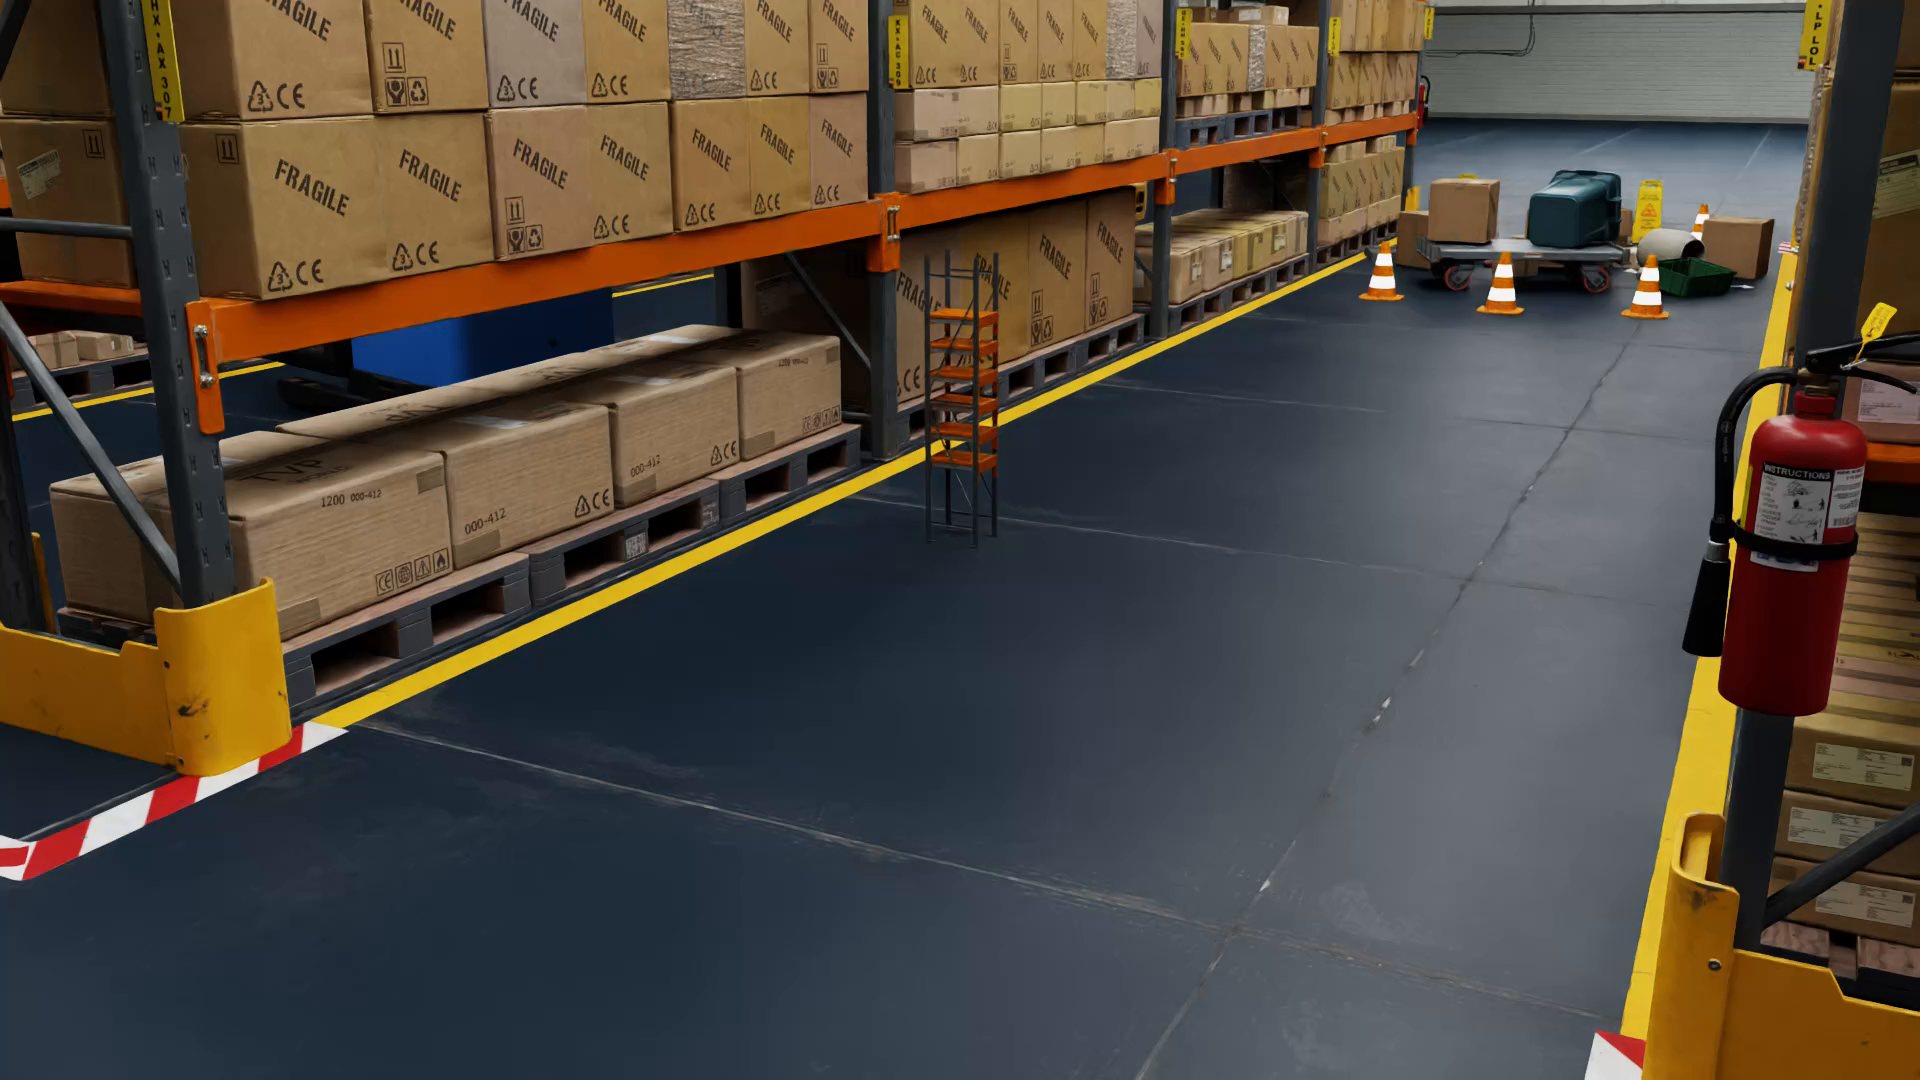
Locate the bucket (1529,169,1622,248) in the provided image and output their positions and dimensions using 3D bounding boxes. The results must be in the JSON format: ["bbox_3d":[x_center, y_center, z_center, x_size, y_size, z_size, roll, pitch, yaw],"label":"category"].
[{"bbox_3d":[5.261,-2.818,14.324,0.620,0.611,0.726,-27,30,-37],"label":"bucket"}]

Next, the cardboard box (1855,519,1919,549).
[{"bbox_3d":[2.628,0.043,4.835,0.380,0.149,0.250,8,18,26],"label":"cardboard box"}]

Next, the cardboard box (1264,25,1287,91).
[{"bbox_3d":[2.332,-3.923,13.527,0.500,0.500,0.500,9,19,27],"label":"cardboard box"}]

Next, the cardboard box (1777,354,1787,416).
[{"bbox_3d":[3.793,-0.517,7.148,0.500,0.500,0.500,8,18,24],"label":"cardboard box"}]

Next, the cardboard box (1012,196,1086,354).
[{"bbox_3d":[0.217,-1.707,10.496,0.875,0.875,0.875,8,18,26],"label":"cardboard box"}]

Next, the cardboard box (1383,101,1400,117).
[{"bbox_3d":[4.365,-4.500,17.348,0.380,0.149,0.250,8,19,26],"label":"cardboard box"}]

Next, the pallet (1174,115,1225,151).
[{"bbox_3d":[1.225,-3.019,12.258,1.213,0.211,1.003,8,18,25],"label":"pallet"}]

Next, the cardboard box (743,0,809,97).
[{"bbox_3d":[-0.983,-2.141,7.032,0.500,0.500,0.500,8,18,25],"label":"cardboard box"}]

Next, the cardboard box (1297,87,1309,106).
[{"bbox_3d":[2.806,-3.849,14.420,0.380,0.149,0.250,8,18,26],"label":"cardboard box"}]

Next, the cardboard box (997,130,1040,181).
[{"bbox_3d":[0.120,-2.164,9.306,0.500,0.250,0.500,8,18,25],"label":"cardboard box"}]

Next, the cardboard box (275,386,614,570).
[{"bbox_3d":[-1.966,-0.266,6.415,0.875,0.438,0.875,9,19,27],"label":"cardboard box"}]

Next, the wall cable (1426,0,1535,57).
[{"bbox_3d":[14.922,-15.132,47.622,3.097,2.526,0.112,8,18,25],"label":"wall cable"}]

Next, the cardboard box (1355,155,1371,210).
[{"bbox_3d":[3.756,-3.563,16.527,0.500,0.500,0.500,9,19,28],"label":"cardboard box"}]

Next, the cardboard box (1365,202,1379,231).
[{"bbox_3d":[3.989,-3.332,17.065,0.500,0.250,0.500,7,18,23],"label":"cardboard box"}]

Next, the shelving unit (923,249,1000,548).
[{"bbox_3d":[0.006,-0.579,6.866,0.258,1.200,0.189,8,18,25],"label":"shelving unit"}]

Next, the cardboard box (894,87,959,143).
[{"bbox_3d":[-0.337,-2.141,8.350,0.500,0.250,0.500,8,18,24],"label":"cardboard box"}]

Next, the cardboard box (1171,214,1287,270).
[{"bbox_3d":[2.239,-2.559,14.249,0.950,0.372,0.625,9,19,29],"label":"cardboard box"}]

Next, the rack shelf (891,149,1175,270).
[{"bbox_3d":[0.108,-2.062,9.961,1.077,0.370,4.000,8,18,25],"label":"rack shelf"}]

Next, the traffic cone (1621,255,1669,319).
[{"bbox_3d":[5.313,-1.965,12.828,0.336,0.463,0.334,8,18,25],"label":"traffic cone"}]

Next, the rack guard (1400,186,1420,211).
[{"bbox_3d":[4.543,-3.736,18.725,1.175,0.500,0.348,8,18,25],"label":"rack guard"}]

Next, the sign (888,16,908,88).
[{"bbox_3d":[-0.288,-2.280,7.772,0.100,0.325,0.005,8,18,25],"label":"sign"}]

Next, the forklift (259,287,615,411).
[{"bbox_3d":[-3.314,-2.239,9.414,3.031,2.935,1.130,14,22,39],"label":"forklift"}]

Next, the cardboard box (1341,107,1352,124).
[{"bbox_3d":[3.517,-4.055,15.849,0.380,0.149,0.250,9,19,27],"label":"cardboard box"}]

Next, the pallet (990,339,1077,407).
[{"bbox_3d":[0.036,-1.078,10.284,1.003,0.211,1.213,8,18,25],"label":"pallet"}]

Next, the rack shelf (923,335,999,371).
[{"bbox_3d":[0.006,-0.766,6.810,0.258,0.103,0.180,8,18,25],"label":"rack shelf"}]

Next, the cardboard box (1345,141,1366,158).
[{"bbox_3d":[3.750,-3.829,16.282,0.380,0.149,0.250,9,19,29],"label":"cardboard box"}]

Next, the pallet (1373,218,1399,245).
[{"bbox_3d":[4.148,-3.395,18.084,1.003,0.211,1.213,8,18,25],"label":"pallet"}]

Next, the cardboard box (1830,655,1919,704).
[{"bbox_3d":[2.074,0.382,3.694,0.380,0.149,0.250,8,19,26],"label":"cardboard box"}]

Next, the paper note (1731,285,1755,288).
[{"bbox_3d":[6.753,-2.194,14.357,0.147,0.020,0.142,-4,17,-13],"label":"paper note"}]

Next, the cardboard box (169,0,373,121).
[{"bbox_3d":[-2.103,-1.491,4.846,0.500,0.500,0.500,8,18,24],"label":"cardboard box"}]

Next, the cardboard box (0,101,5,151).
[{"bbox_3d":[-5.448,-2.308,9.268,0.500,0.250,0.500,8,18,26],"label":"cardboard box"}]

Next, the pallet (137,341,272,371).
[{"bbox_3d":[-4.898,-1.403,11.377,1.003,0.211,1.213,8,18,25],"label":"pallet"}]

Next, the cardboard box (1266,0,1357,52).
[{"bbox_3d":[3.180,-4.689,15.089,0.700,0.500,0.500,8,18,25],"label":"cardboard box"}]

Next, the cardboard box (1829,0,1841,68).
[{"bbox_3d":[2.109,-1.221,3.414,0.500,0.500,0.500,7,18,24],"label":"cardboard box"}]

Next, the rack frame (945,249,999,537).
[{"bbox_3d":[0.047,-0.602,6.944,0.240,1.200,0.006,8,18,25],"label":"rack frame"}]

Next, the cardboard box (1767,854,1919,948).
[{"bbox_3d":[1.949,0.731,3.566,0.380,0.149,0.250,8,19,26],"label":"cardboard box"}]

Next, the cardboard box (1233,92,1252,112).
[{"bbox_3d":[2.079,-3.461,13.114,0.380,0.149,0.250,9,19,27],"label":"cardboard box"}]

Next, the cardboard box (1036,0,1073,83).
[{"bbox_3d":[0.323,-2.893,9.564,0.500,0.500,0.500,8,18,24],"label":"cardboard box"}]

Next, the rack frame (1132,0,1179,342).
[{"bbox_3d":[1.002,-2.916,11.573,1.000,3.000,0.127,8,18,25],"label":"rack frame"}]

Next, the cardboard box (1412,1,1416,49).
[{"bbox_3d":[4.311,-5.338,17.273,0.700,0.500,0.500,8,18,26],"label":"cardboard box"}]

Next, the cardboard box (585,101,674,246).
[{"bbox_3d":[-1.448,-1.401,6.298,0.500,0.500,0.500,9,19,27],"label":"cardboard box"}]

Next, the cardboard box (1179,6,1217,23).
[{"bbox_3d":[1.869,-4.273,13.567,0.380,0.149,0.250,9,19,28],"label":"cardboard box"}]

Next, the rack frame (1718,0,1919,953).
[{"bbox_3d":[1.901,-0.274,2.679,1.000,3.000,0.127,8,18,25],"label":"rack frame"}]

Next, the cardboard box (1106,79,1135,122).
[{"bbox_3d":[0.787,-2.797,10.558,0.500,0.250,0.500,8,18,24],"label":"cardboard box"}]

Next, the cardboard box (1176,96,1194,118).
[{"bbox_3d":[1.470,-3.124,11.977,0.380,0.149,0.250,7,18,22],"label":"cardboard box"}]

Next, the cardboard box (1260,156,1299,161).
[{"bbox_3d":[3.039,-3.492,16.288,0.500,0.500,0.500,8,19,26],"label":"cardboard box"}]

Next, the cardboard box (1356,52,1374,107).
[{"bbox_3d":[3.675,-4.459,16.071,0.500,0.500,0.500,8,18,25],"label":"cardboard box"}]

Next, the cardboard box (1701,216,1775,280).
[{"bbox_3d":[7.038,-2.660,15.097,0.500,0.500,0.500,12,20,35],"label":"cardboard box"}]

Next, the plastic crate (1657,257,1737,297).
[{"bbox_3d":[6.168,-2.221,14.073,0.662,0.188,0.450,-11,30,-32],"label":"plastic crate"}]

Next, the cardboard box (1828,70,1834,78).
[{"bbox_3d":[2.106,-0.742,3.558,0.500,0.500,0.500,8,18,24],"label":"cardboard box"}]
